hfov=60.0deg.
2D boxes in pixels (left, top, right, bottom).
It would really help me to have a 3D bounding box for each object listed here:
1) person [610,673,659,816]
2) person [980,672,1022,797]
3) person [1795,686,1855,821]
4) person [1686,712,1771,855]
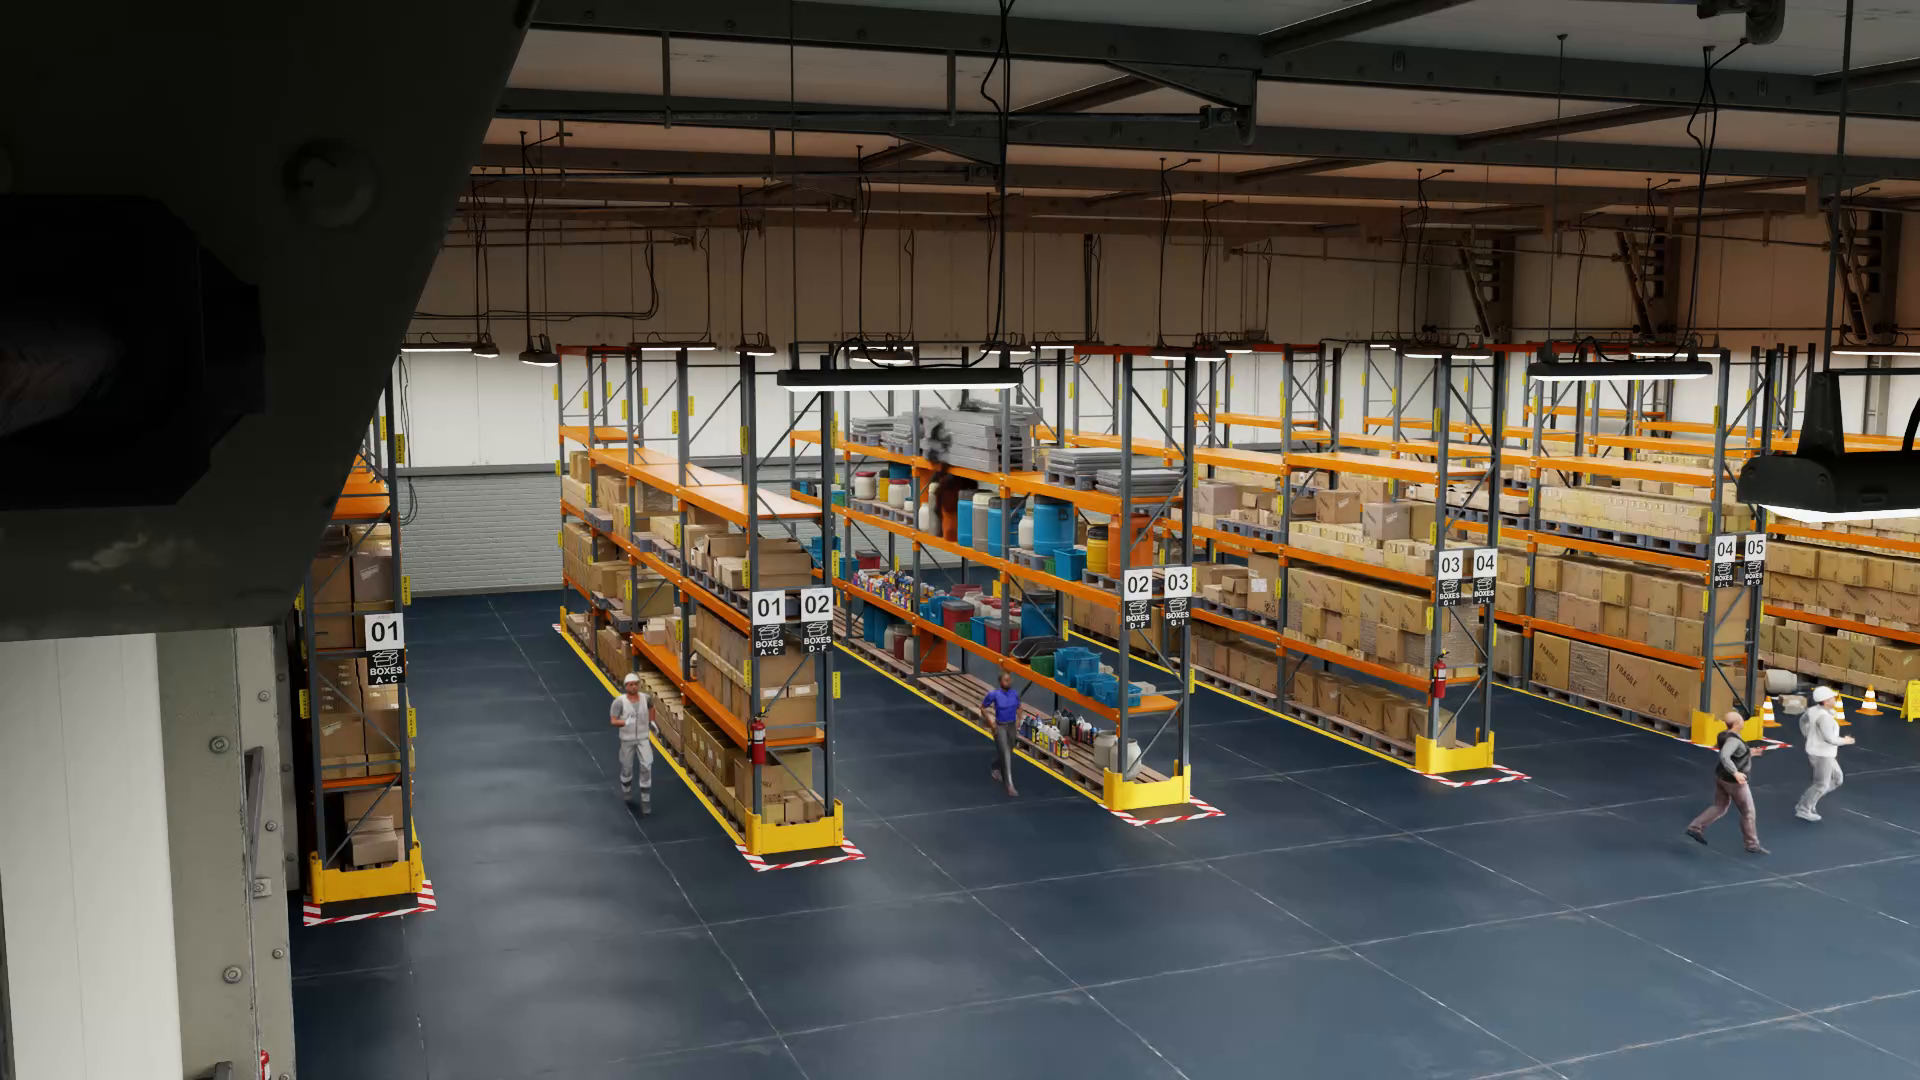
[{"bbox_3d":[-4.286,2.661,21.919,0.648,1.845,0.799,-3,8,-20],"label":"person"},{"bbox_3d":[0.597,2.625,22.849,0.596,1.662,0.818,-4,8,-30],"label":"person"},{"bbox_3d":[11.130,2.745,21.377,0.633,1.750,0.680,2,8,19],"label":"person"},{"bbox_3d":[9.297,2.918,20.026,0.956,1.716,0.650,0,7,3],"label":"person"}]
